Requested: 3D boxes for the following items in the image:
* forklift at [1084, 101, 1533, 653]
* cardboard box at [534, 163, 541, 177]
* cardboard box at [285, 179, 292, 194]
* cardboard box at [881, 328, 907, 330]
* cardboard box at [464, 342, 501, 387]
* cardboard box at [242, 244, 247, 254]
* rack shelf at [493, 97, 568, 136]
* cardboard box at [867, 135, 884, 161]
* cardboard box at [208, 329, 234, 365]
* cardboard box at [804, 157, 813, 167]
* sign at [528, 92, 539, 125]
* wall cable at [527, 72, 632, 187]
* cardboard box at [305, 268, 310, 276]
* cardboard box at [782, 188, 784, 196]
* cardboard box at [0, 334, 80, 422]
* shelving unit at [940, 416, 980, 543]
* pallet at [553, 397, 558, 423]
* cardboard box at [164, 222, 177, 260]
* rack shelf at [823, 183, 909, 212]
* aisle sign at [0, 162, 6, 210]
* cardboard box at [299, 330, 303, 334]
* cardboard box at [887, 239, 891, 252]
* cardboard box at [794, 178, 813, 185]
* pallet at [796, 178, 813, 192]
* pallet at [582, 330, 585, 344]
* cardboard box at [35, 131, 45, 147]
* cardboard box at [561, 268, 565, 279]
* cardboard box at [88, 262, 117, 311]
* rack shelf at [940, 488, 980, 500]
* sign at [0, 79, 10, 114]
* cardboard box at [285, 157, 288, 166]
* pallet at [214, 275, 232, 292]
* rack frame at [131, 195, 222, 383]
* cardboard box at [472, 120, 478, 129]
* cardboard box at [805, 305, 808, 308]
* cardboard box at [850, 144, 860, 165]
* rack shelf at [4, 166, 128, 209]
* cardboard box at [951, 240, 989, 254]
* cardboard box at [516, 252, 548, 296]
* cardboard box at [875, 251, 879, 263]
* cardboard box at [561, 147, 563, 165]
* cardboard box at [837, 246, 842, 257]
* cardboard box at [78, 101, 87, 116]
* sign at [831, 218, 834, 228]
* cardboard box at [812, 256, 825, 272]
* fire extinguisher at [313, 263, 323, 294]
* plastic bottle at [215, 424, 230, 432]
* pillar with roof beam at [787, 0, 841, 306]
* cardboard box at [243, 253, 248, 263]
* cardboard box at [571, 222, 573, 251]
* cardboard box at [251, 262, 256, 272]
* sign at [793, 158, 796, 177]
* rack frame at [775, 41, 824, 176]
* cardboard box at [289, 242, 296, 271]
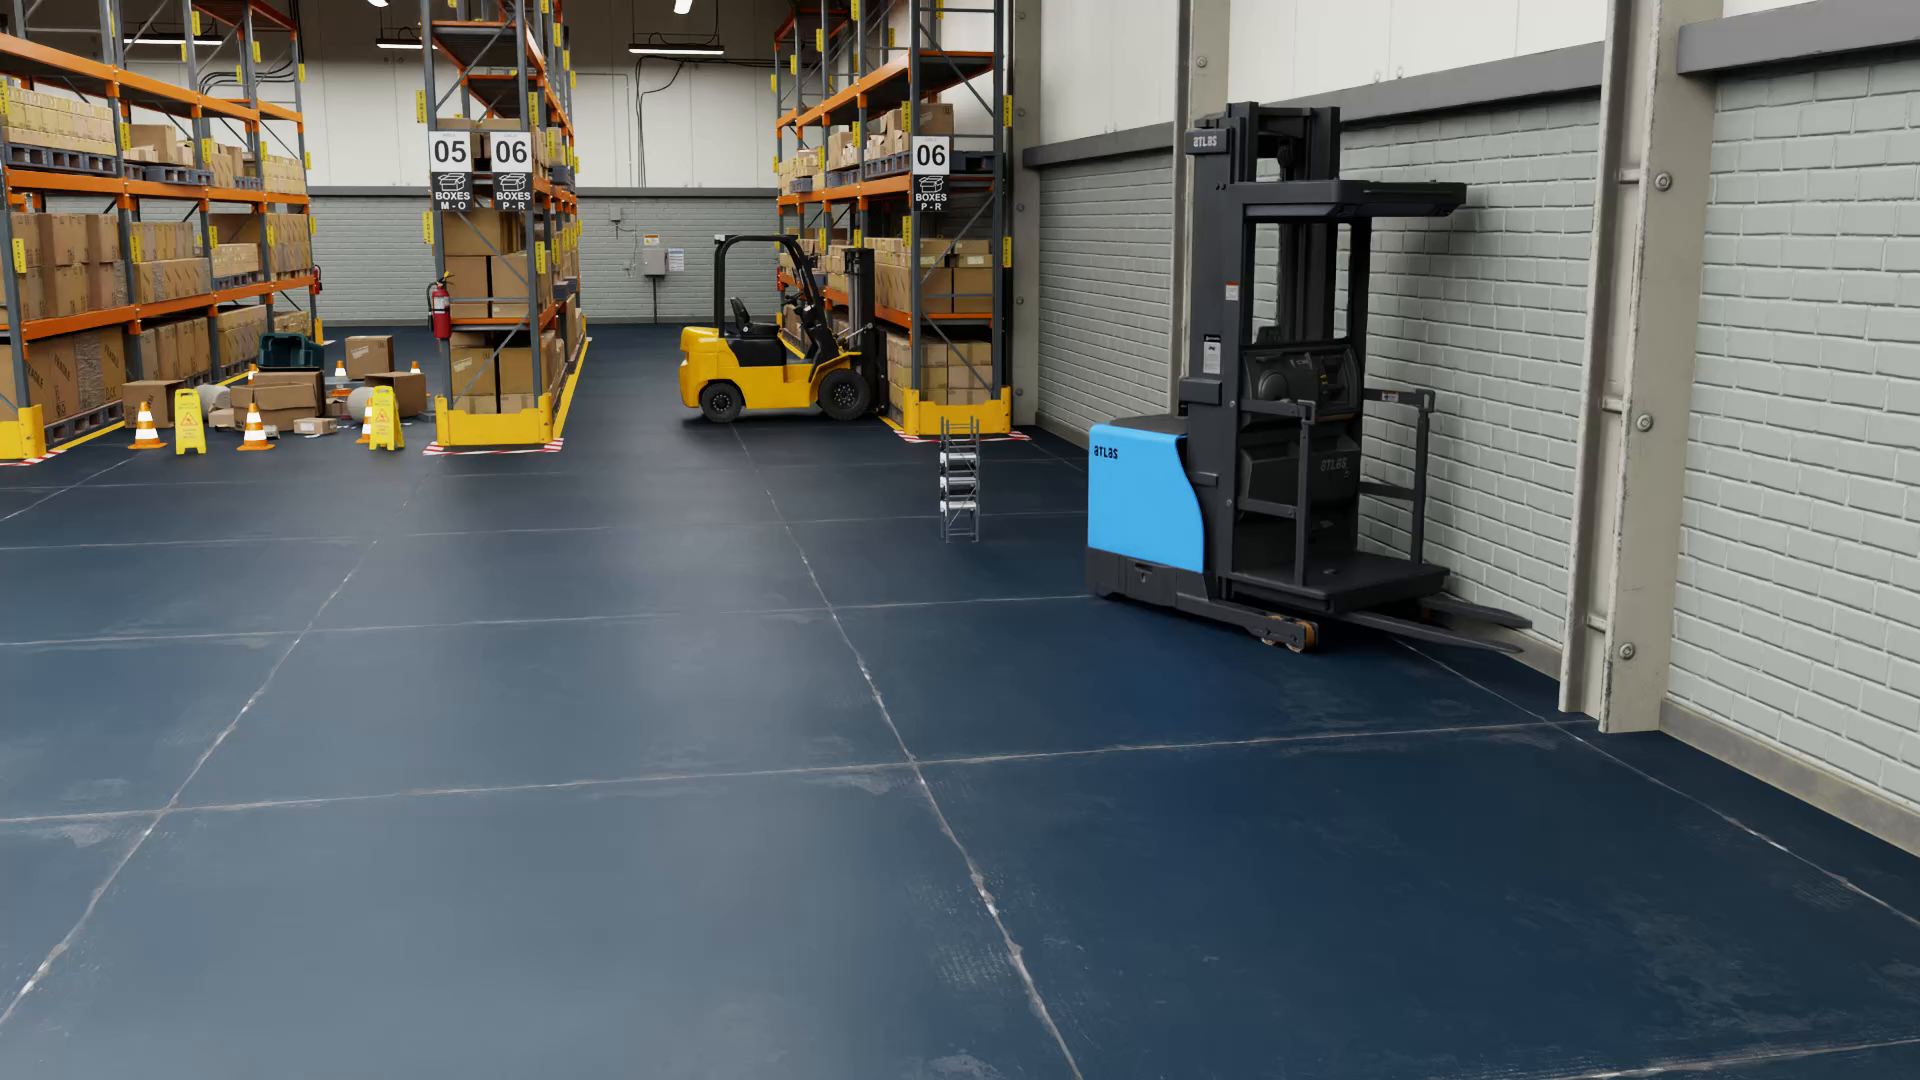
[{"bbox_3d":[2.065,-0.937,9.283,1.130,2.935,3.031,-8,13,-37],"label":"forklift"},{"bbox_3d":[-4.904,-4.154,18.648,0.380,0.149,0.250,-2,11,-10],"label":"cardboard box"},{"bbox_3d":[-12.191,-6.275,29.520,0.500,0.250,0.500,-2,11,-8],"label":"cardboard box"},{"bbox_3d":[-0.937,-2.562,21.189,0.500,0.250,0.500,-2,11,-11],"label":"cardboard box"},{"bbox_3d":[-5.420,-1.951,18.651,0.500,0.500,0.500,-2,11,-9],"label":"cardboard box"},{"bbox_3d":[-11.651,-4.660,26.618,0.380,0.149,0.250,-2,11,-11],"label":"cardboard box"},{"bbox_3d":[-6.848,-6.726,26.459,1.077,0.370,4.000,-2,11,-11],"label":"rack shelf"},{"bbox_3d":[-0.890,-4.933,20.917,0.500,0.311,0.500,-2,11,-10],"label":"cardboard box"},{"bbox_3d":[-11.182,-2.880,24.870,0.500,0.500,0.500,-3,11,-13],"label":"cardboard box"},{"bbox_3d":[-2.384,-6.277,27.617,0.380,0.149,0.250,-2,11,-11],"label":"cardboard box"},{"bbox_3d":[-4.371,-4.417,17.021,0.100,0.325,0.005,-2,11,-11],"label":"sign"},{"bbox_3d":[-8.660,-9.436,37.705,2.355,3.000,0.029,-2,11,-11],"label":"wall cable"},{"bbox_3d":[-12.510,-5.057,31.417,0.380,0.149,0.250,-2,11,-11],"label":"cardboard box"},{"bbox_3d":[-3.256,-6.749,32.283,0.380,0.149,0.250,-2,11,-10],"label":"cardboard box"},{"bbox_3d":[-10.109,-1.742,17.884,0.875,0.875,0.875,-2,11,-12],"label":"cardboard box"},{"bbox_3d":[-0.002,-0.444,12.120,0.258,0.900,0.210,-2,11,-11],"label":"shelving unit"},{"bbox_3d":[-5.275,-1.512,19.576,1.003,0.211,1.213,-2,11,-11],"label":"pallet"},{"bbox_3d":[-11.016,-4.034,22.427,0.700,0.500,0.500,-2,11,-12],"label":"cardboard box"},{"bbox_3d":[-1.202,-4.896,23.800,1.077,0.370,4.000,-2,11,-11],"label":"rack shelf"},{"bbox_3d":[-9.431,-3.571,15.982,0.394,0.787,0.004,-2,11,-11],"label":"aisle sign"},{"bbox_3d":[-12.256,-3.763,30.445,0.380,0.149,0.250,-3,11,-14],"label":"cardboard box"},{"bbox_3d":[-0.658,-3.478,19.649,0.380,0.149,0.250,-2,11,-10],"label":"cardboard box"},{"bbox_3d":[-2.708,-6.502,29.917,0.500,0.250,0.500,-2,11,-11],"label":"cardboard box"},{"bbox_3d":[-2.106,-5.945,27.891,1.213,0.211,1.003,-2,11,-11],"label":"pallet"},{"bbox_3d":[-7.783,-3.915,32.202,1.003,0.211,1.213,-2,11,-11],"label":"pallet"},{"bbox_3d":[-9.640,-4.115,17.053,0.380,0.149,0.250,-2,11,-11],"label":"cardboard box"},{"bbox_3d":[-5.840,-3.805,23.716,0.380,0.149,0.250,-2,11,-10],"label":"cardboard box"},{"bbox_3d":[-10.304,-2.936,19.198,0.875,0.550,0.550,-2,11,-11],"label":"cardboard box"},{"bbox_3d":[-0.002,-0.322,12.143,0.258,0.077,0.200,-2,11,-11],"label":"rack shelf"},{"bbox_3d":[-9.193,-4.257,15.967,0.100,0.325,0.005,-2,11,-11],"label":"sign"},{"bbox_3d":[-12.280,-6.785,29.799,0.380,0.149,0.250,-2,11,-10],"label":"cardboard box"},{"bbox_3d":[-11.538,-3.796,24.629,1.213,0.211,1.003,-2,11,-11],"label":"pallet"},{"bbox_3d":[-11.295,-3.763,23.945,1.000,3.000,0.127,-2,11,-11],"label":"rack frame"},{"bbox_3d":[-5.271,-4.336,17.473,0.380,0.149,0.250,-2,11,-10],"label":"cardboard box"},{"bbox_3d":[-2.560,-4.098,29.532,0.380,0.149,0.250,-2,11,-8],"label":"cardboard box"},{"bbox_3d":[-1.193,-5.218,22.416,0.500,0.311,0.500,-2,11,-13],"label":"cardboard box"},{"bbox_3d":[-10.128,-3.783,17.950,1.077,0.370,4.000,-2,11,-11],"label":"rack shelf"},{"bbox_3d":[0.109,-3.259,18.498,0.380,0.149,0.250,-2,11,-12],"label":"cardboard box"},{"bbox_3d":[-5.034,-3.068,19.229,0.500,0.500,0.500,-2,11,-12],"label":"cardboard box"},{"bbox_3d":[-0.854,-3.519,20.658,0.380,0.149,0.250,-2,11,-12],"label":"cardboard box"},{"bbox_3d":[-5.501,-5.049,21.956,0.500,0.250,0.500,-2,11,-12],"label":"cardboard box"},{"bbox_3d":[-1.626,-4.299,24.758,0.380,0.149,0.250,-2,11,-10],"label":"cardboard box"},{"bbox_3d":[-9.935,-4.785,18.443,0.380,0.149,0.250,-2,11,-11],"label":"cardboard box"},{"bbox_3d":[-2.599,-6.351,33.598,0.100,0.325,0.005,-2,11,-11],"label":"sign"},{"bbox_3d":[-2.114,-4.457,26.870,0.500,0.250,0.500,-3,11,-14],"label":"cardboard box"},{"bbox_3d":[-12.447,-5.072,32.027,0.296,0.674,0.183,-2,11,-11],"label":"fire extinguisher"},{"bbox_3d":[-8.270,-1.256,18.634,0.133,0.061,0.283,-6,13,-31],"label":"plastic bottle"},{"bbox_3d":[-7.010,-8.928,35.036,9.100,9.000,0.548,-2,11,-11],"label":"pillar with roof beam"},{"bbox_3d":[-11.647,-4.516,26.654,0.380,0.149,0.250,-2,11,-13],"label":"cardboard box"},{"bbox_3d":[-7.184,-5.425,29.733,0.500,0.500,0.500,-2,11,-12],"label":"cardboard box"},{"bbox_3d":[-11.750,-4.466,27.189,0.380,0.149,0.250,-2,11,-11],"label":"cardboard box"},{"bbox_3d":[-2.900,-6.583,29.355,0.100,0.325,0.005,-2,11,-11],"label":"sign"},{"bbox_3d":[-3.147,-8.557,33.088,1.000,3.000,0.127,-2,11,-11],"label":"rack frame"},{"bbox_3d":[-12.221,-5.073,29.766,0.500,0.500,0.500,-2,11,-8],"label":"cardboard box"}]
